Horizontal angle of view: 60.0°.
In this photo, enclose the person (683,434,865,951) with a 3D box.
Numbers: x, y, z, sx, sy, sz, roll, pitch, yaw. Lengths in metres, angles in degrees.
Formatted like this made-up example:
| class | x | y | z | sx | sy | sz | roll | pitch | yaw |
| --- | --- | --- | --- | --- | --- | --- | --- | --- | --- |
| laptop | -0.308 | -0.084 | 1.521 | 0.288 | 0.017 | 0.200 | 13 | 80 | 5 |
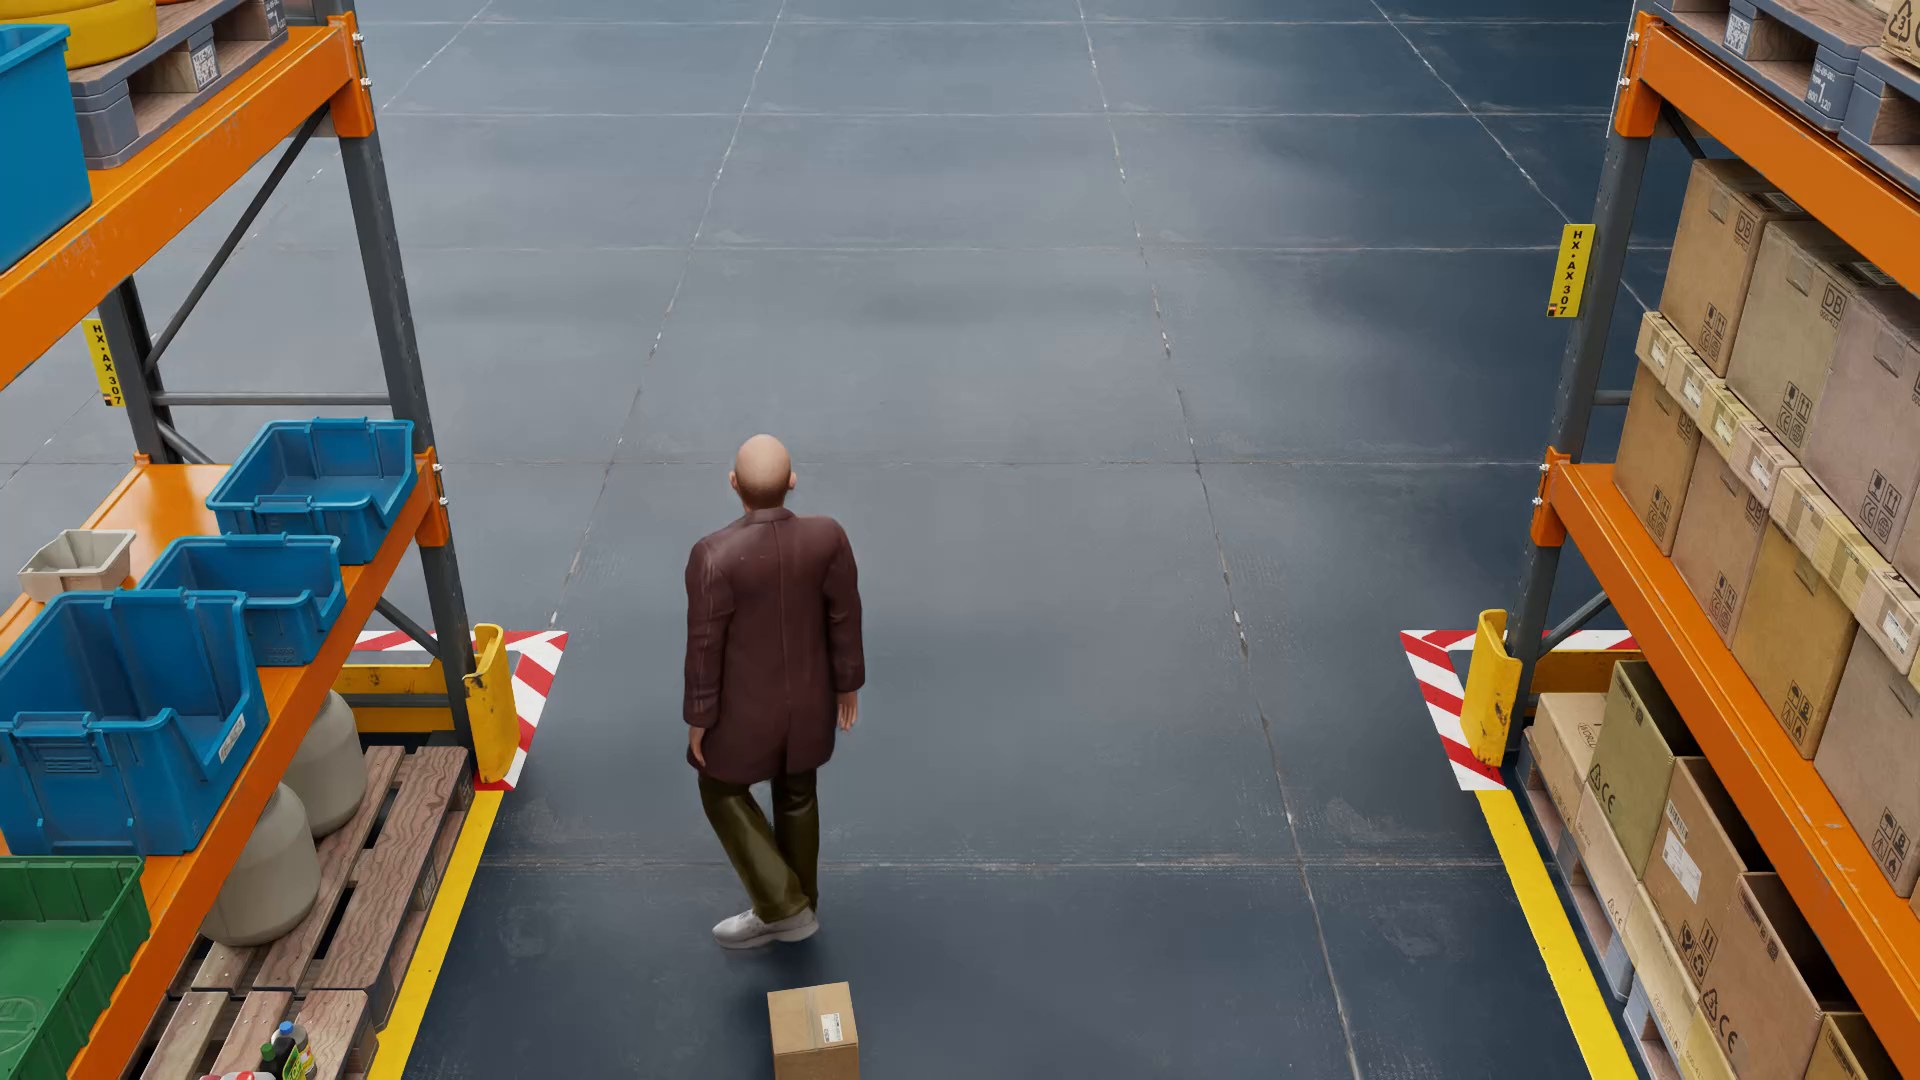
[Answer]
| class | x | y | z | sx | sy | sz | roll | pitch | yaw |
| --- | --- | --- | --- | --- | --- | --- | --- | --- | --- |
| person | -0.563 | 0.624 | 5.294 | 0.628 | 1.579 | 0.574 | -16 | 35 | -25 |
